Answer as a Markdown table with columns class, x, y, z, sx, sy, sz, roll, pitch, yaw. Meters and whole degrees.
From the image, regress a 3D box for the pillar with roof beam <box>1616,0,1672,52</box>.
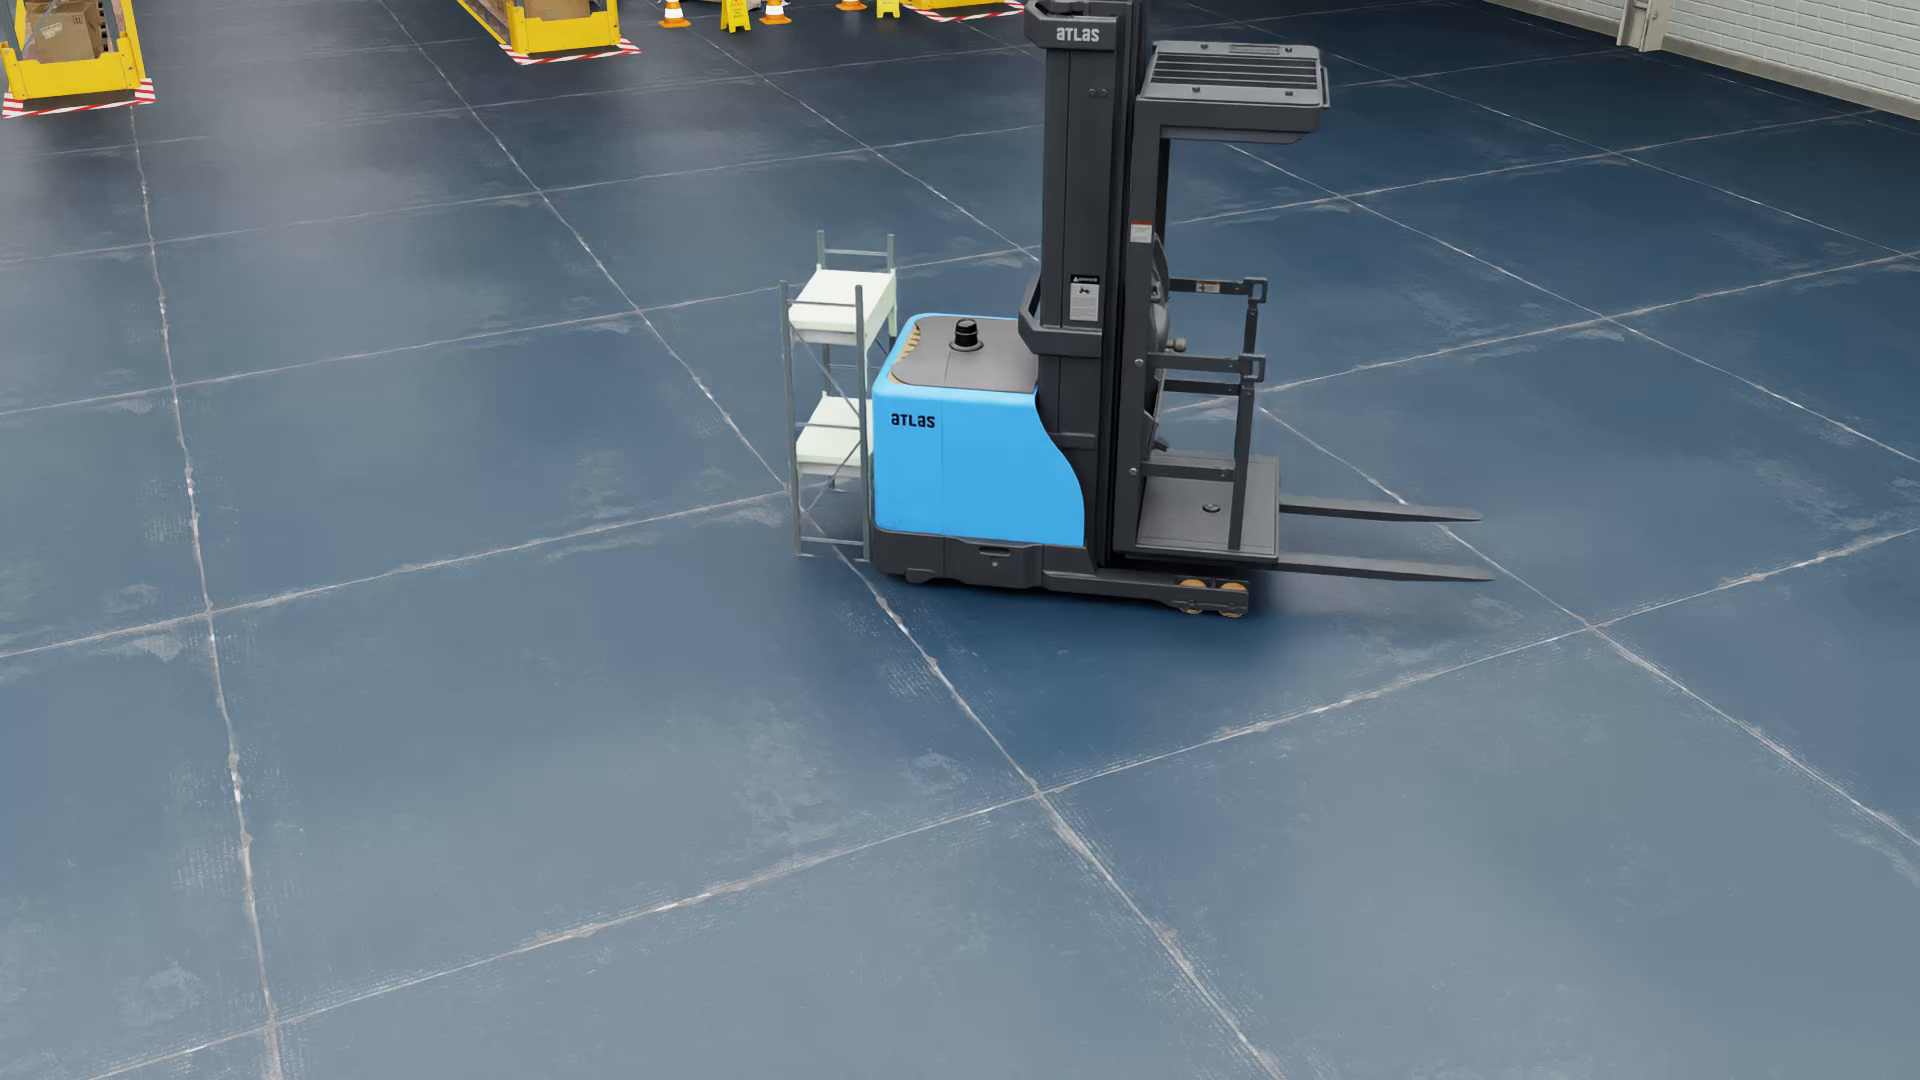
| class | x | y | z | sx | sy | sz | roll | pitch | yaw |
| --- | --- | --- | --- | --- | --- | --- | --- | --- | --- |
| pillar with roof beam | 3.700 | -8.533 | 14.766 | 9.100 | 9.000 | 0.400 | -13 | 32 | -22 |

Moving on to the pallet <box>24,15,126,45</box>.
| class | x | y | z | sx | sy | sz | roll | pitch | yaw |
| --- | --- | --- | --- | --- | --- | --- | --- | --- | --- |
| pallet | -9.803 | -5.571 | 18.468 | 1.003 | 0.211 | 1.213 | -13 | 32 | -22 |

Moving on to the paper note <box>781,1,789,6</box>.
| class | x | y | z | sx | sy | sz | roll | pitch | yaw |
| --- | --- | --- | --- | --- | --- | --- | --- | --- | --- |
| paper note | -2.187 | -6.634 | 20.550 | 0.142 | 0.019 | 0.148 | 26 | 38 | 38 |

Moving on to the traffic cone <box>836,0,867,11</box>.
| class | x | y | z | sx | sy | sz | roll | pitch | yaw |
| --- | --- | --- | --- | --- | --- | --- | --- | --- | --- |
| traffic cone | -1.333 | -6.742 | 20.300 | 0.336 | 0.463 | 0.334 | -13 | 32 | -22 |

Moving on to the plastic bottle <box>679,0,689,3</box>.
| class | x | y | z | sx | sy | sz | roll | pitch | yaw |
| --- | --- | --- | --- | --- | --- | --- | --- | --- | --- |
| plastic bottle | -3.517 | -6.765 | 20.752 | 0.283 | 0.061 | 0.133 | 26 | 38 | 38 |

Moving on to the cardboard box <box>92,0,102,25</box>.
| class | x | y | z | sx | sy | sz | roll | pitch | yaw |
| --- | --- | --- | --- | --- | --- | --- | --- | --- | --- |
| cardboard box | -9.925 | -6.014 | 18.535 | 0.500 | 0.500 | 0.500 | -16 | 33 | -26 |

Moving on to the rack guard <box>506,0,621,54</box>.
| class | x | y | z | sx | sy | sz | roll | pitch | yaw |
| --- | --- | --- | --- | --- | --- | --- | --- | --- | --- |
| rack guard | -4.401 | -5.745 | 18.484 | 1.175 | 0.500 | 0.348 | -13 | 32 | -22 |

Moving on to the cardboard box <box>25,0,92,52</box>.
| class | x | y | z | sx | sy | sz | roll | pitch | yaw |
| --- | --- | --- | --- | --- | --- | --- | --- | --- | --- |
| cardboard box | -9.475 | -5.478 | 17.578 | 0.500 | 0.500 | 0.500 | -5 | 30 | -9 |

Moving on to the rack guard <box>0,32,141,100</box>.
| class | x | y | z | sx | sy | sz | roll | pitch | yaw |
| --- | --- | --- | --- | --- | --- | --- | --- | --- | --- |
| rack guard | -8.967 | -4.792 | 16.785 | 1.175 | 0.500 | 0.348 | -13 | 32 | -22 |

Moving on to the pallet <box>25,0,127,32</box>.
| class | x | y | z | sx | sy | sz | roll | pitch | yaw |
| --- | --- | --- | --- | --- | --- | --- | --- | --- | --- |
| pallet | -10.331 | -6.110 | 19.431 | 1.003 | 0.211 | 1.213 | -13 | 32 | -22 |

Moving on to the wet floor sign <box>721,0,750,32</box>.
| class | x | y | z | sx | sy | sz | roll | pitch | yaw |
| --- | --- | --- | --- | --- | --- | --- | --- | --- | --- |
| wet floor sign | -2.610 | -6.222 | 19.186 | 0.267 | 0.644 | 0.232 | -19 | 35 | -30 |

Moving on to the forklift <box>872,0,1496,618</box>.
| class | x | y | z | sx | sy | sz | roll | pitch | yaw |
| --- | --- | --- | --- | --- | --- | --- | --- | --- | --- |
| forklift | 1.131 | -1.183 | 7.864 | 3.031 | 2.935 | 1.130 | 5 | 30 | 8 |

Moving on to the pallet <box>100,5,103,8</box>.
| class | x | y | z | sx | sy | sz | roll | pitch | yaw |
| --- | --- | --- | --- | --- | --- | --- | --- | --- | --- |
| pallet | -10.987 | -6.743 | 20.559 | 1.003 | 0.211 | 1.213 | -13 | 32 | -22 |

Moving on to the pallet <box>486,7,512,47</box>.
| class | x | y | z | sx | sy | sz | roll | pitch | yaw |
| --- | --- | --- | --- | --- | --- | --- | --- | --- | --- |
| pallet | -4.825 | -5.966 | 19.174 | 1.003 | 0.211 | 1.213 | -13 | 32 | -22 |

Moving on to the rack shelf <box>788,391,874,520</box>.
| class | x | y | z | sx | sy | sz | roll | pitch | yaw |
| --- | --- | --- | --- | --- | --- | --- | --- | --- | --- |
| rack shelf | -0.594 | -0.451 | 8.687 | 0.431 | 0.370 | 0.720 | 5 | 30 | 8 |

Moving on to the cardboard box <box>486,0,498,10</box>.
| class | x | y | z | sx | sy | sz | roll | pitch | yaw |
| --- | --- | --- | --- | --- | --- | --- | --- | --- | --- |
| cardboard box | -5.141 | -6.776 | 19.510 | 0.875 | 0.875 | 0.875 | -14 | 32 | -23 |

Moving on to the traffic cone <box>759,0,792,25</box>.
| class | x | y | z | sx | sy | sz | roll | pitch | yaw |
| --- | --- | --- | --- | --- | --- | --- | --- | --- | --- |
| traffic cone | -2.190 | -6.359 | 19.617 | 0.336 | 0.463 | 0.334 | -13 | 32 | -22 |

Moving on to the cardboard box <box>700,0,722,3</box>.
| class | x | y | z | sx | sy | sz | roll | pitch | yaw |
| --- | --- | --- | --- | --- | --- | --- | --- | --- | --- |
| cardboard box | -3.024 | -7.085 | 20.871 | 0.637 | 0.503 | 0.797 | 13 | 32 | 21 |

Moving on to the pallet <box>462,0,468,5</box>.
| class | x | y | z | sx | sy | sz | roll | pitch | yaw |
| --- | --- | --- | --- | --- | --- | --- | --- | --- | --- |
| pallet | -5.872 | -7.044 | 21.096 | 1.003 | 0.211 | 1.213 | -13 | 32 | -22 |

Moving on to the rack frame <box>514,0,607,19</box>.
| class | x | y | z | sx | sy | sz | roll | pitch | yaw |
| --- | --- | --- | --- | --- | --- | --- | --- | --- | --- |
| rack frame | -4.411 | -6.846 | 17.891 | 1.000 | 3.000 | 0.127 | -13 | 32 | -22 |

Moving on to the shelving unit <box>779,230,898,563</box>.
| class | x | y | z | sx | sy | sz | roll | pitch | yaw |
| --- | --- | --- | --- | --- | --- | --- | --- | --- | --- |
| shelving unit | -0.594 | -0.735 | 8.528 | 0.431 | 1.500 | 0.755 | 5 | 30 | 8 |

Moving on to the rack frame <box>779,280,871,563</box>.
| class | x | y | z | sx | sy | sz | roll | pitch | yaw |
| --- | --- | --- | --- | --- | --- | --- | --- | --- | --- |
| rack frame | -0.656 | -0.559 | 8.213 | 0.400 | 1.500 | 0.023 | 5 | 30 | 8 |

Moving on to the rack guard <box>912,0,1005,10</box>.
| class | x | y | z | sx | sy | sz | roll | pitch | yaw |
| --- | --- | --- | --- | --- | --- | --- | --- | --- | --- |
| rack guard | -0.016 | -6.873 | 20.496 | 1.175 | 0.500 | 0.348 | -13 | 32 | -22 |

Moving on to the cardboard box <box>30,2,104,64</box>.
| class | x | y | z | sx | sy | sz | roll | pitch | yaw |
| --- | --- | --- | --- | --- | --- | --- | --- | --- | --- |
| cardboard box | -9.187 | -5.221 | 17.120 | 0.500 | 0.500 | 0.500 | -7 | 30 | -13 |

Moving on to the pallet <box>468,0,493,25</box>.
| class | x | y | z | sx | sy | sz | roll | pitch | yaw |
| --- | --- | --- | --- | --- | --- | --- | --- | --- | --- |
| pallet | -5.345 | -6.504 | 20.134 | 1.003 | 0.211 | 1.213 | -13 | 32 | -22 |

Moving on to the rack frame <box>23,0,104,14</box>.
| class | x | y | z | sx | sy | sz | roll | pitch | yaw |
| --- | --- | --- | --- | --- | --- | --- | --- | --- | --- |
| rack frame | -10.651 | -7.616 | 19.265 | 1.000 | 3.000 | 0.127 | -13 | 32 | -22 |

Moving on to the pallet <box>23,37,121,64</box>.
| class | x | y | z | sx | sy | sz | roll | pitch | yaw |
| --- | --- | --- | --- | --- | --- | --- | --- | --- | --- |
| pallet | -9.284 | -5.032 | 17.509 | 1.003 | 0.211 | 1.213 | -13 | 32 | -22 |

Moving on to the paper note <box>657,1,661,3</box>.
| class | x | y | z | sx | sy | sz | roll | pitch | yaw |
| --- | --- | --- | --- | --- | --- | --- | --- | --- | --- |
| paper note | -3.738 | -6.695 | 20.679 | 0.032 | 0.001 | 0.123 | 2 | 29 | 4 |

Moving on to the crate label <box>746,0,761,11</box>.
| class | x | y | z | sx | sy | sz | roll | pitch | yaw |
| --- | --- | --- | --- | --- | --- | --- | --- | --- | --- |
| crate label | -2.583 | -6.551 | 20.293 | 0.298 | 0.136 | 0.250 | 19 | 34 | 30 |

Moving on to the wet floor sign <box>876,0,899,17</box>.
| class | x | y | z | sx | sy | sz | roll | pitch | yaw |
| --- | --- | --- | --- | --- | --- | --- | --- | --- | --- |
| wet floor sign | -0.869 | -6.594 | 19.850 | 0.267 | 0.644 | 0.232 | -3 | 29 | -5 |

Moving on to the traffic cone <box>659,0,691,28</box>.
| class | x | y | z | sx | sy | sz | roll | pitch | yaw |
| --- | --- | --- | --- | --- | --- | --- | --- | --- | --- |
| traffic cone | -3.357 | -6.272 | 19.462 | 0.336 | 0.463 | 0.334 | -13 | 32 | -22 |

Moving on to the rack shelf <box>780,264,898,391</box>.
| class | x | y | z | sx | sy | sz | roll | pitch | yaw |
| --- | --- | --- | --- | --- | --- | --- | --- | --- | --- |
| rack shelf | -0.594 | -1.076 | 8.337 | 0.431 | 0.370 | 0.720 | 5 | 30 | 8 |

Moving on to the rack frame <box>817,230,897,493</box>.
| class | x | y | z | sx | sy | sz | roll | pitch | yaw |
| --- | --- | --- | --- | --- | --- | --- | --- | --- | --- |
| rack frame | -0.532 | -0.912 | 8.842 | 0.400 | 1.500 | 0.023 | 5 | 30 | 8 |

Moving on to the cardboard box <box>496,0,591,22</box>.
| class | x | y | z | sx | sy | sz | roll | pitch | yaw |
| --- | --- | --- | --- | --- | --- | --- | --- | --- | --- |
| cardboard box | -4.762 | -6.388 | 18.818 | 0.875 | 0.875 | 0.875 | -13 | 32 | -22 |

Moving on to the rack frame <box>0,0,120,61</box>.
| class | x | y | z | sx | sy | sz | roll | pitch | yaw |
| --- | --- | --- | --- | --- | --- | --- | --- | --- | --- |
| rack frame | -8.934 | -5.849 | 16.114 | 1.000 | 3.000 | 0.127 | -13 | 32 | -22 |
